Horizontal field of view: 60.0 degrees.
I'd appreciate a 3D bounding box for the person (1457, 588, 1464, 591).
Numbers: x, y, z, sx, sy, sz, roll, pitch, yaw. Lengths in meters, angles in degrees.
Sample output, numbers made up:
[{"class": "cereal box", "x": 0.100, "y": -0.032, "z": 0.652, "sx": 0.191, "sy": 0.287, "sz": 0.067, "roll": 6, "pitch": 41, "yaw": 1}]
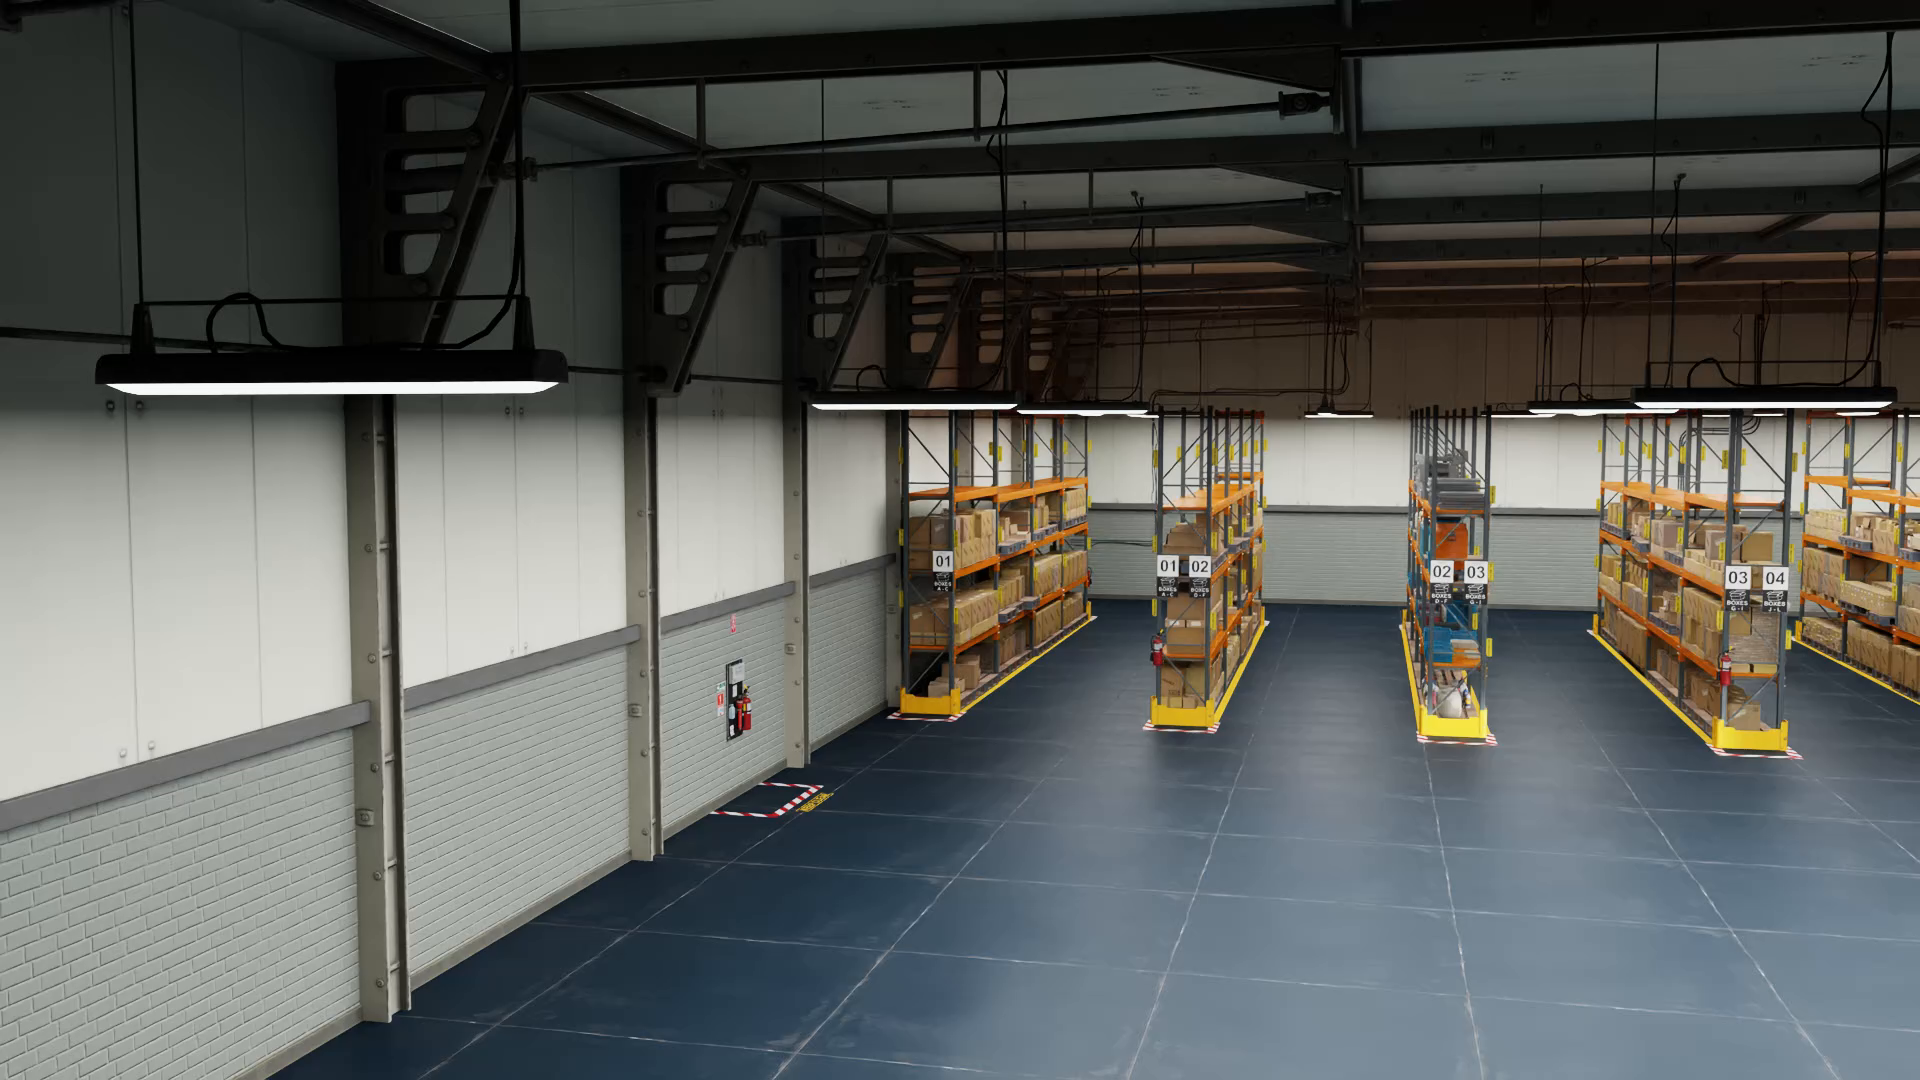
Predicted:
[{"class": "person", "x": 14.135, "y": 1.506, "z": 46.645, "sx": 0.730, "sy": 1.703, "sz": 0.535, "roll": 1, "pitch": 4, "yaw": 11}]
